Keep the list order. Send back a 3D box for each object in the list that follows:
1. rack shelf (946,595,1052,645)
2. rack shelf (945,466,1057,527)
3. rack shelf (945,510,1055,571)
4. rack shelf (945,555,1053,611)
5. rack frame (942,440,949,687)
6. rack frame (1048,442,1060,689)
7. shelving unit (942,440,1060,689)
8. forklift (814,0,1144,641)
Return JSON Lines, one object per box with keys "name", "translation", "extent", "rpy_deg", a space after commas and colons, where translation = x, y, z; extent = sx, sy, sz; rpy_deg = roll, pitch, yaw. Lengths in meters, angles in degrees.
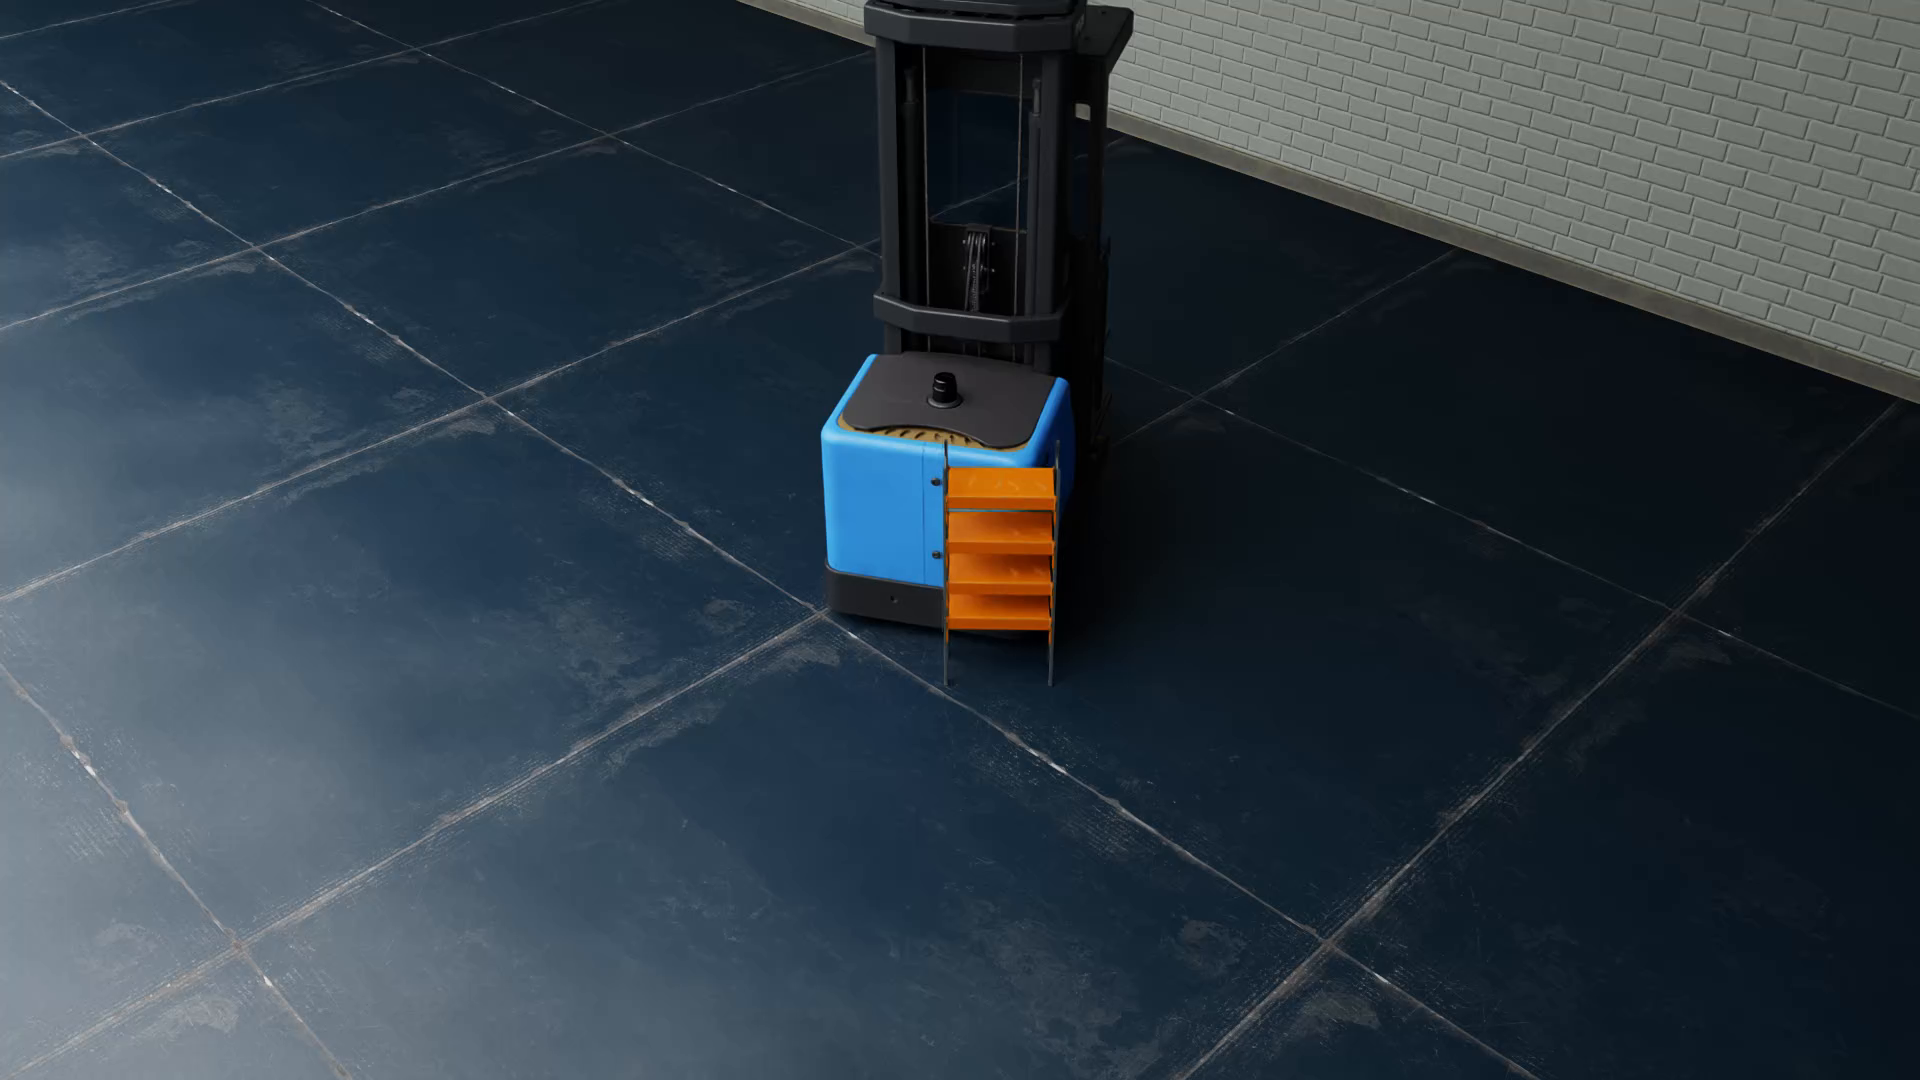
{"name": "rack shelf", "translation": [0.178, 0.346, 7.660], "extent": [0.480, 0.148, 0.258], "rpy_deg": [1, 35, 1]}
{"name": "rack shelf", "translation": [0.178, -0.193, 7.280], "extent": [0.480, 0.148, 0.258], "rpy_deg": [1, 35, 1]}
{"name": "rack shelf", "translation": [0.178, 0.001, 7.417], "extent": [0.480, 0.148, 0.258], "rpy_deg": [1, 35, 1]}
{"name": "rack shelf", "translation": [0.178, 0.183, 7.545], "extent": [0.480, 0.148, 0.258], "rpy_deg": [1, 35, 1]}
{"name": "rack frame", "translation": [-0.065, 0.124, 7.512], "extent": [0.015, 1.200, 0.240], "rpy_deg": [1, 35, 1]}
{"name": "rack frame", "translation": [0.422, 0.132, 7.501], "extent": [0.015, 1.200, 0.240], "rpy_deg": [1, 35, 1]}
{"name": "shelving unit", "translation": [0.178, 0.128, 7.507], "extent": [0.503, 1.200, 0.258], "rpy_deg": [1, 35, 1]}
{"name": "forklift", "translation": [0.244, -1.561, 8.416], "extent": [1.130, 2.935, 3.031], "rpy_deg": [10, 36, 14]}
